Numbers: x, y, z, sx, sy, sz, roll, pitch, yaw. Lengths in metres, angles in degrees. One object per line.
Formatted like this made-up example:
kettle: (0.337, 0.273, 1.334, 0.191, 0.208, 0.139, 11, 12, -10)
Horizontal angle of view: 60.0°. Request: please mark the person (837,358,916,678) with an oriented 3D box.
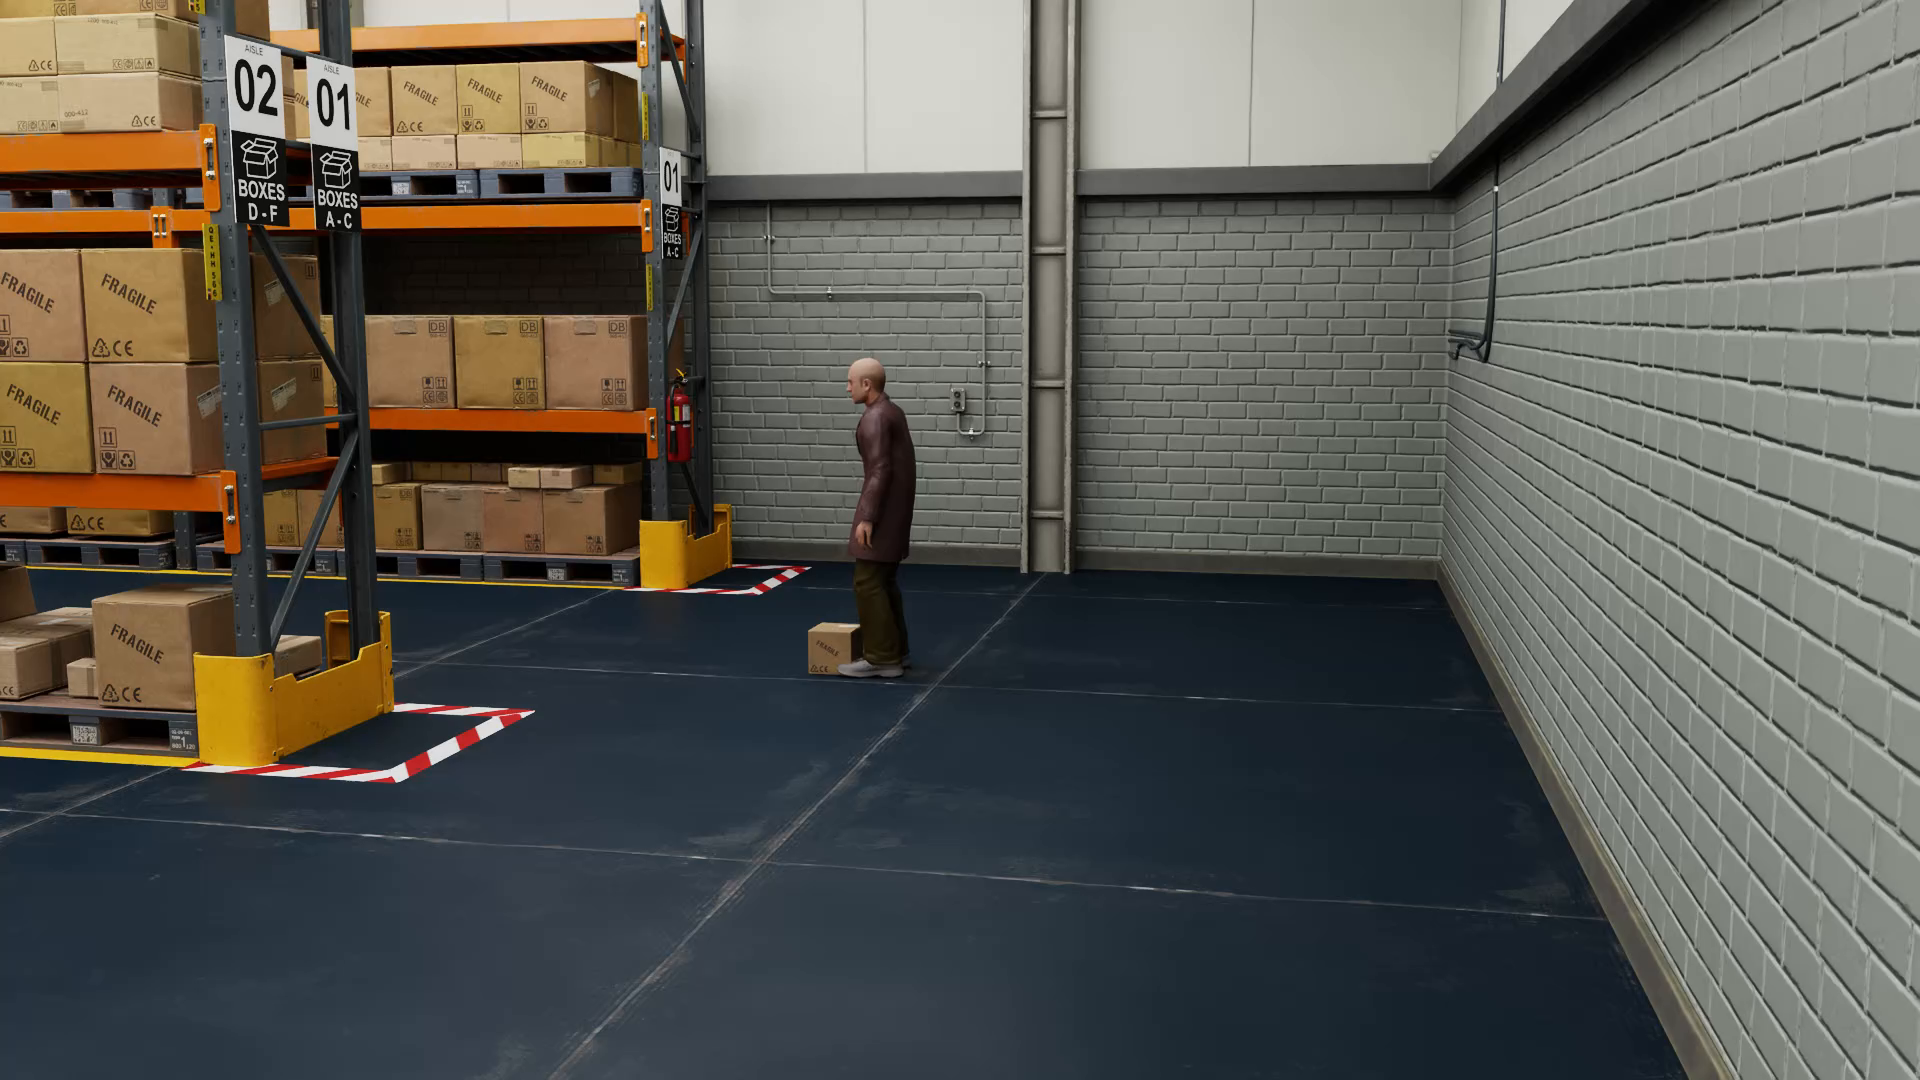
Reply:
person: (-0.461, -0.128, 9.303, 0.429, 1.772, 0.648, 1, 8, 8)
